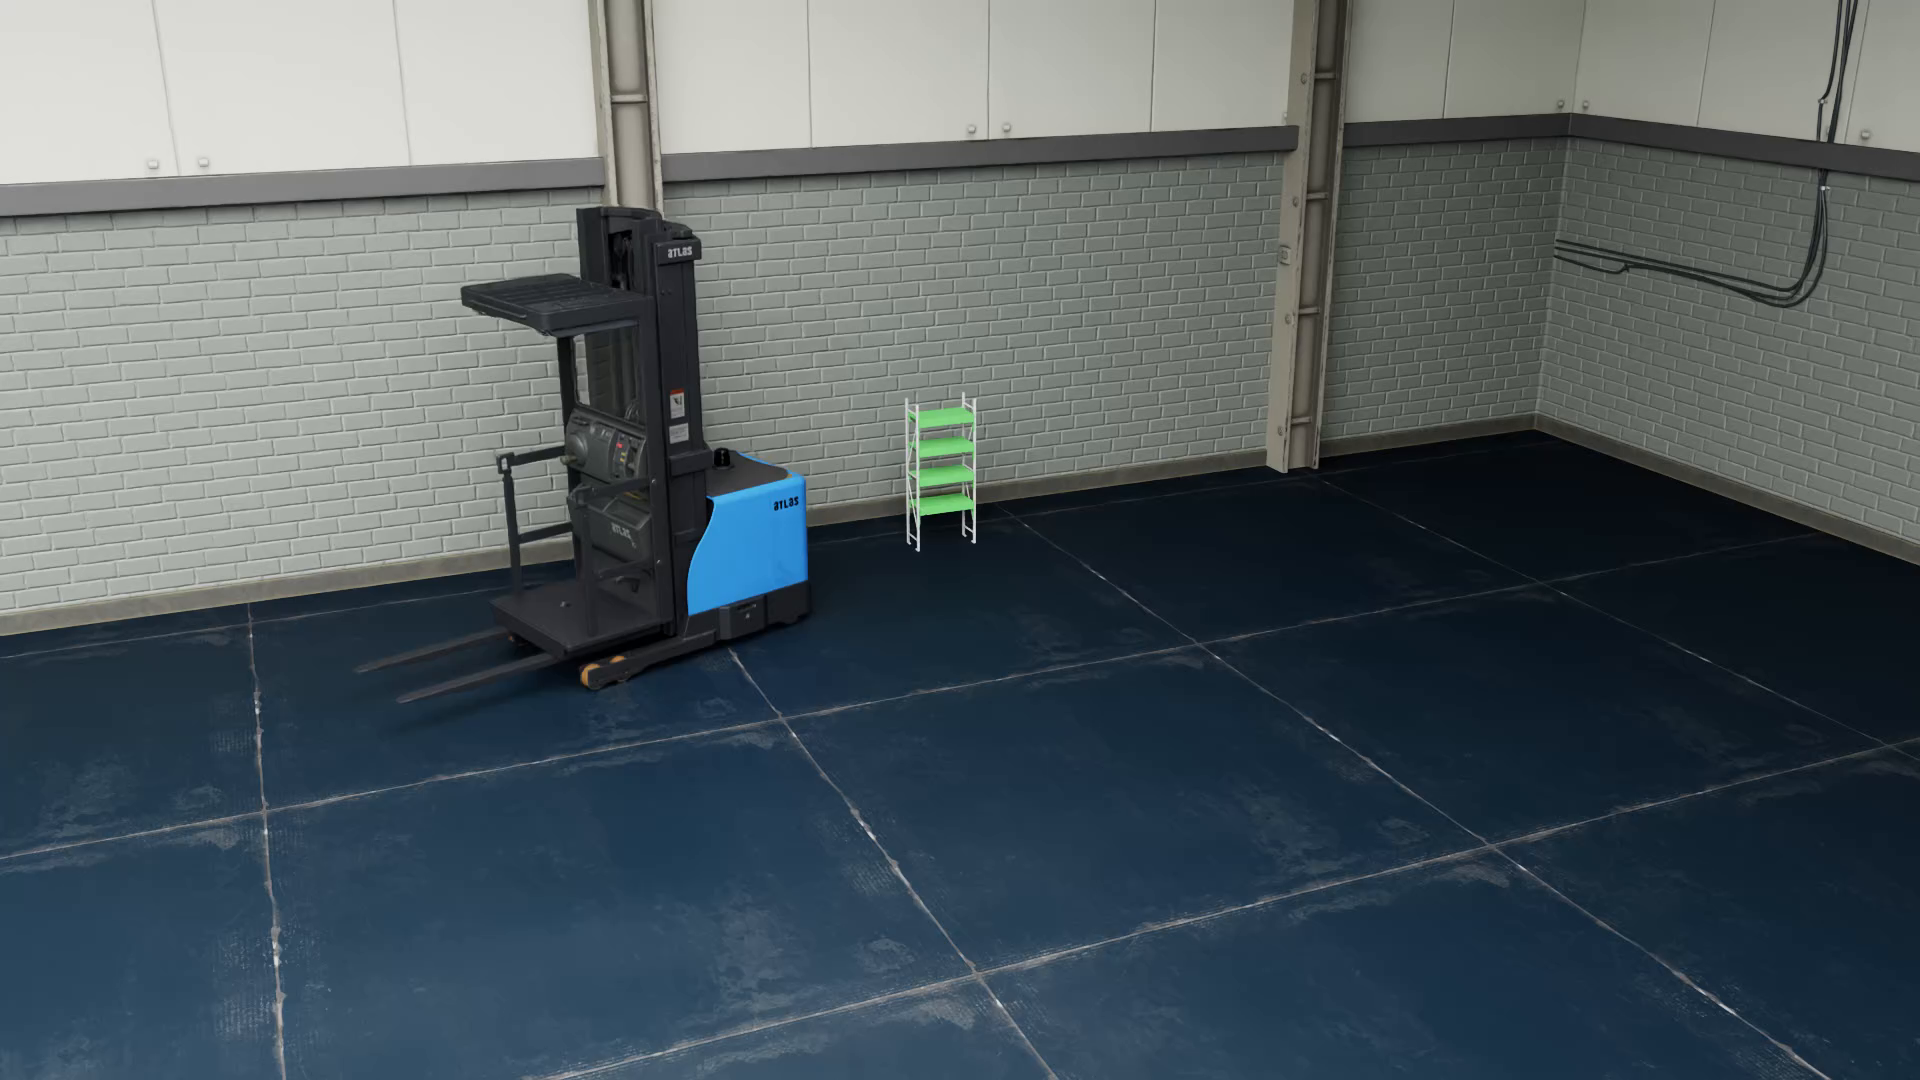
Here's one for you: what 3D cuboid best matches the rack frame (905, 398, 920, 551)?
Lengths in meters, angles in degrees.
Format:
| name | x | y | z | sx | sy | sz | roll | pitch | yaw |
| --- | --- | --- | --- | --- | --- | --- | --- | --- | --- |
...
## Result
| name | x | y | z | sx | sy | sz | roll | pitch | yaw |
| --- | --- | --- | --- | --- | --- | --- | --- | --- | --- |
| rack frame | -0.376 | -0.512 | 13.170 | 0.015 | 1.200 | 0.240 | -8 | 21 | -22 |

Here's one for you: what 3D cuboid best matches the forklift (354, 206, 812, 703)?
| name | x | y | z | sx | sy | sz | roll | pitch | yaw |
| --- | --- | --- | --- | --- | --- | --- | --- | --- | --- |
| forklift | -2.492 | -0.608 | 10.835 | 3.031 | 2.935 | 1.130 | -17 | 25 | -39 |

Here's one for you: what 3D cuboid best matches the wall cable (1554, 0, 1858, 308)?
| name | x | y | z | sx | sy | sz | roll | pitch | yaw |
| --- | --- | --- | --- | --- | --- | --- | --- | --- | --- |
| wall cable | 6.314 | -3.452 | 14.451 | 0.112 | 2.526 | 3.097 | -8 | 21 | -22 |

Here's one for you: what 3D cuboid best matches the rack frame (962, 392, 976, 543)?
| name | x | y | z | sx | sy | sz | roll | pitch | yaw |
| --- | --- | --- | --- | --- | --- | --- | --- | --- | --- |
| rack frame | 0.072 | -0.576 | 13.352 | 0.015 | 1.200 | 0.240 | -8 | 21 | -22 |

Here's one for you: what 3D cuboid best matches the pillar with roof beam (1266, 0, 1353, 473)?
| name | x | y | z | sx | sy | sz | roll | pitch | yaw |
| --- | --- | --- | --- | --- | --- | --- | --- | --- | --- |
| pillar with roof beam | 4.790 | -3.619 | 10.252 | 0.400 | 9.000 | 9.100 | -8 | 21 | -22 |

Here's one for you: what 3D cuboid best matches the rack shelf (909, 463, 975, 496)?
| name | x | y | z | sx | sy | sz | roll | pitch | yaw |
| --- | --- | --- | --- | --- | --- | --- | --- | --- | --- |
| rack shelf | -0.152 | -0.484 | 13.282 | 0.480 | 0.148 | 0.258 | -8 | 21 | -22 |

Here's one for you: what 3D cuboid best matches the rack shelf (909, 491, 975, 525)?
| name | x | y | z | sx | sy | sz | roll | pitch | yaw |
| --- | --- | --- | --- | --- | --- | --- | --- | --- | --- |
| rack shelf | -0.152 | -0.258 | 13.362 | 0.480 | 0.148 | 0.258 | -8 | 21 | -22 |

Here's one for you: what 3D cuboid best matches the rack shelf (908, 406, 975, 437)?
| name | x | y | z | sx | sy | sz | roll | pitch | yaw |
| --- | --- | --- | --- | --- | --- | --- | --- | --- | --- |
| rack shelf | -0.152 | -0.937 | 13.123 | 0.480 | 0.148 | 0.258 | -8 | 21 | -22 |

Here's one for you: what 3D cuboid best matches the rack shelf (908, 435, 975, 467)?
| name | x | y | z | sx | sy | sz | roll | pitch | yaw |
| --- | --- | --- | --- | --- | --- | --- | --- | --- | --- |
| rack shelf | -0.152 | -0.710 | 13.202 | 0.480 | 0.148 | 0.258 | -8 | 21 | -22 |

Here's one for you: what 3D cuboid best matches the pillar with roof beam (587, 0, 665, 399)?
| name | x | y | z | sx | sy | sz | roll | pitch | yaw |
| --- | --- | --- | --- | --- | --- | --- | --- | --- | --- |
| pillar with roof beam | -0.719 | -2.830 | 8.010 | 0.400 | 9.000 | 9.100 | -8 | 21 | -22 |

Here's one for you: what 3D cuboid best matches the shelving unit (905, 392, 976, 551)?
| name | x | y | z | sx | sy | sz | roll | pitch | yaw |
| --- | --- | --- | --- | --- | --- | --- | --- | --- | --- |
| shelving unit | -0.152 | -0.544 | 13.261 | 0.503 | 1.200 | 0.258 | -8 | 21 | -22 |
